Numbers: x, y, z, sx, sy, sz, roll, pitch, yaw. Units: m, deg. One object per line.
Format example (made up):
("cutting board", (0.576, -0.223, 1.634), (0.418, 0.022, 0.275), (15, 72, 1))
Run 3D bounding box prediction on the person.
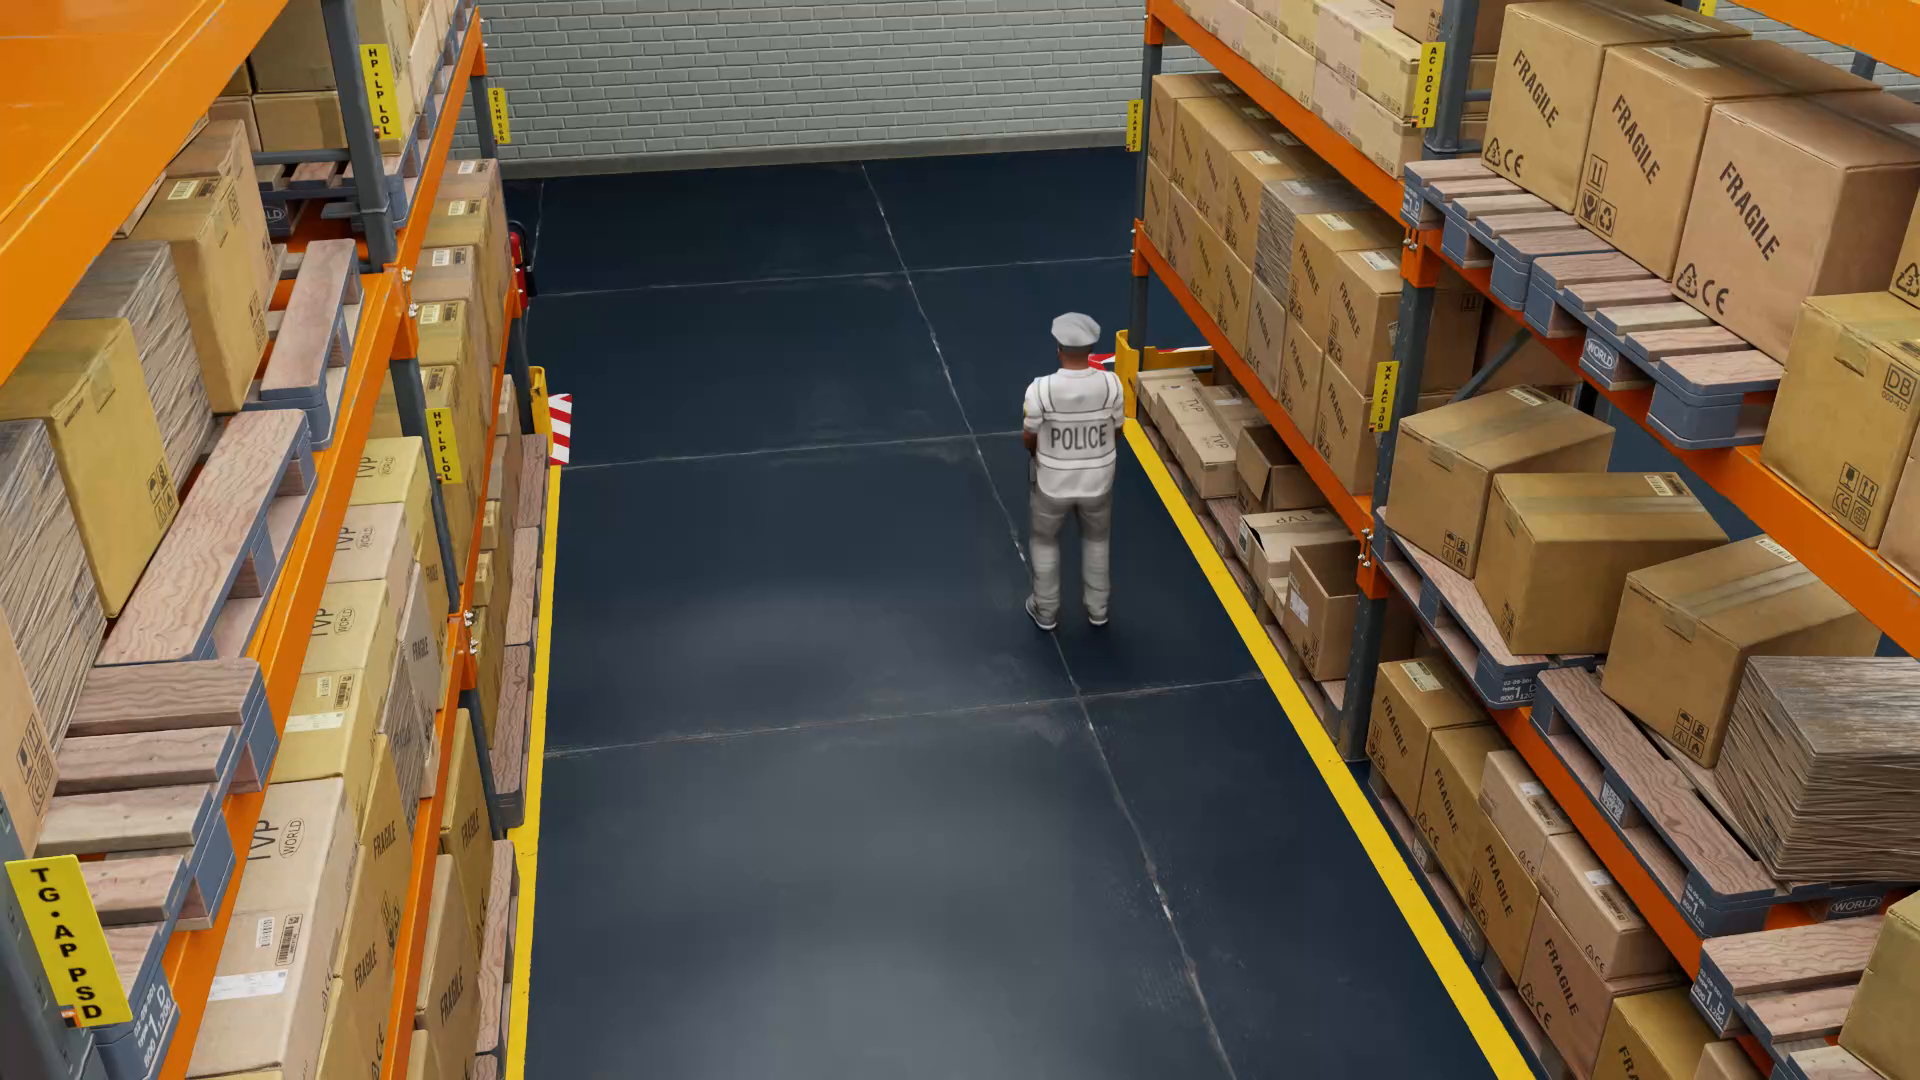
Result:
("person", (0.573, -0.357, 8.712), (0.530, 1.772, 0.513), (-4, 31, -7))
